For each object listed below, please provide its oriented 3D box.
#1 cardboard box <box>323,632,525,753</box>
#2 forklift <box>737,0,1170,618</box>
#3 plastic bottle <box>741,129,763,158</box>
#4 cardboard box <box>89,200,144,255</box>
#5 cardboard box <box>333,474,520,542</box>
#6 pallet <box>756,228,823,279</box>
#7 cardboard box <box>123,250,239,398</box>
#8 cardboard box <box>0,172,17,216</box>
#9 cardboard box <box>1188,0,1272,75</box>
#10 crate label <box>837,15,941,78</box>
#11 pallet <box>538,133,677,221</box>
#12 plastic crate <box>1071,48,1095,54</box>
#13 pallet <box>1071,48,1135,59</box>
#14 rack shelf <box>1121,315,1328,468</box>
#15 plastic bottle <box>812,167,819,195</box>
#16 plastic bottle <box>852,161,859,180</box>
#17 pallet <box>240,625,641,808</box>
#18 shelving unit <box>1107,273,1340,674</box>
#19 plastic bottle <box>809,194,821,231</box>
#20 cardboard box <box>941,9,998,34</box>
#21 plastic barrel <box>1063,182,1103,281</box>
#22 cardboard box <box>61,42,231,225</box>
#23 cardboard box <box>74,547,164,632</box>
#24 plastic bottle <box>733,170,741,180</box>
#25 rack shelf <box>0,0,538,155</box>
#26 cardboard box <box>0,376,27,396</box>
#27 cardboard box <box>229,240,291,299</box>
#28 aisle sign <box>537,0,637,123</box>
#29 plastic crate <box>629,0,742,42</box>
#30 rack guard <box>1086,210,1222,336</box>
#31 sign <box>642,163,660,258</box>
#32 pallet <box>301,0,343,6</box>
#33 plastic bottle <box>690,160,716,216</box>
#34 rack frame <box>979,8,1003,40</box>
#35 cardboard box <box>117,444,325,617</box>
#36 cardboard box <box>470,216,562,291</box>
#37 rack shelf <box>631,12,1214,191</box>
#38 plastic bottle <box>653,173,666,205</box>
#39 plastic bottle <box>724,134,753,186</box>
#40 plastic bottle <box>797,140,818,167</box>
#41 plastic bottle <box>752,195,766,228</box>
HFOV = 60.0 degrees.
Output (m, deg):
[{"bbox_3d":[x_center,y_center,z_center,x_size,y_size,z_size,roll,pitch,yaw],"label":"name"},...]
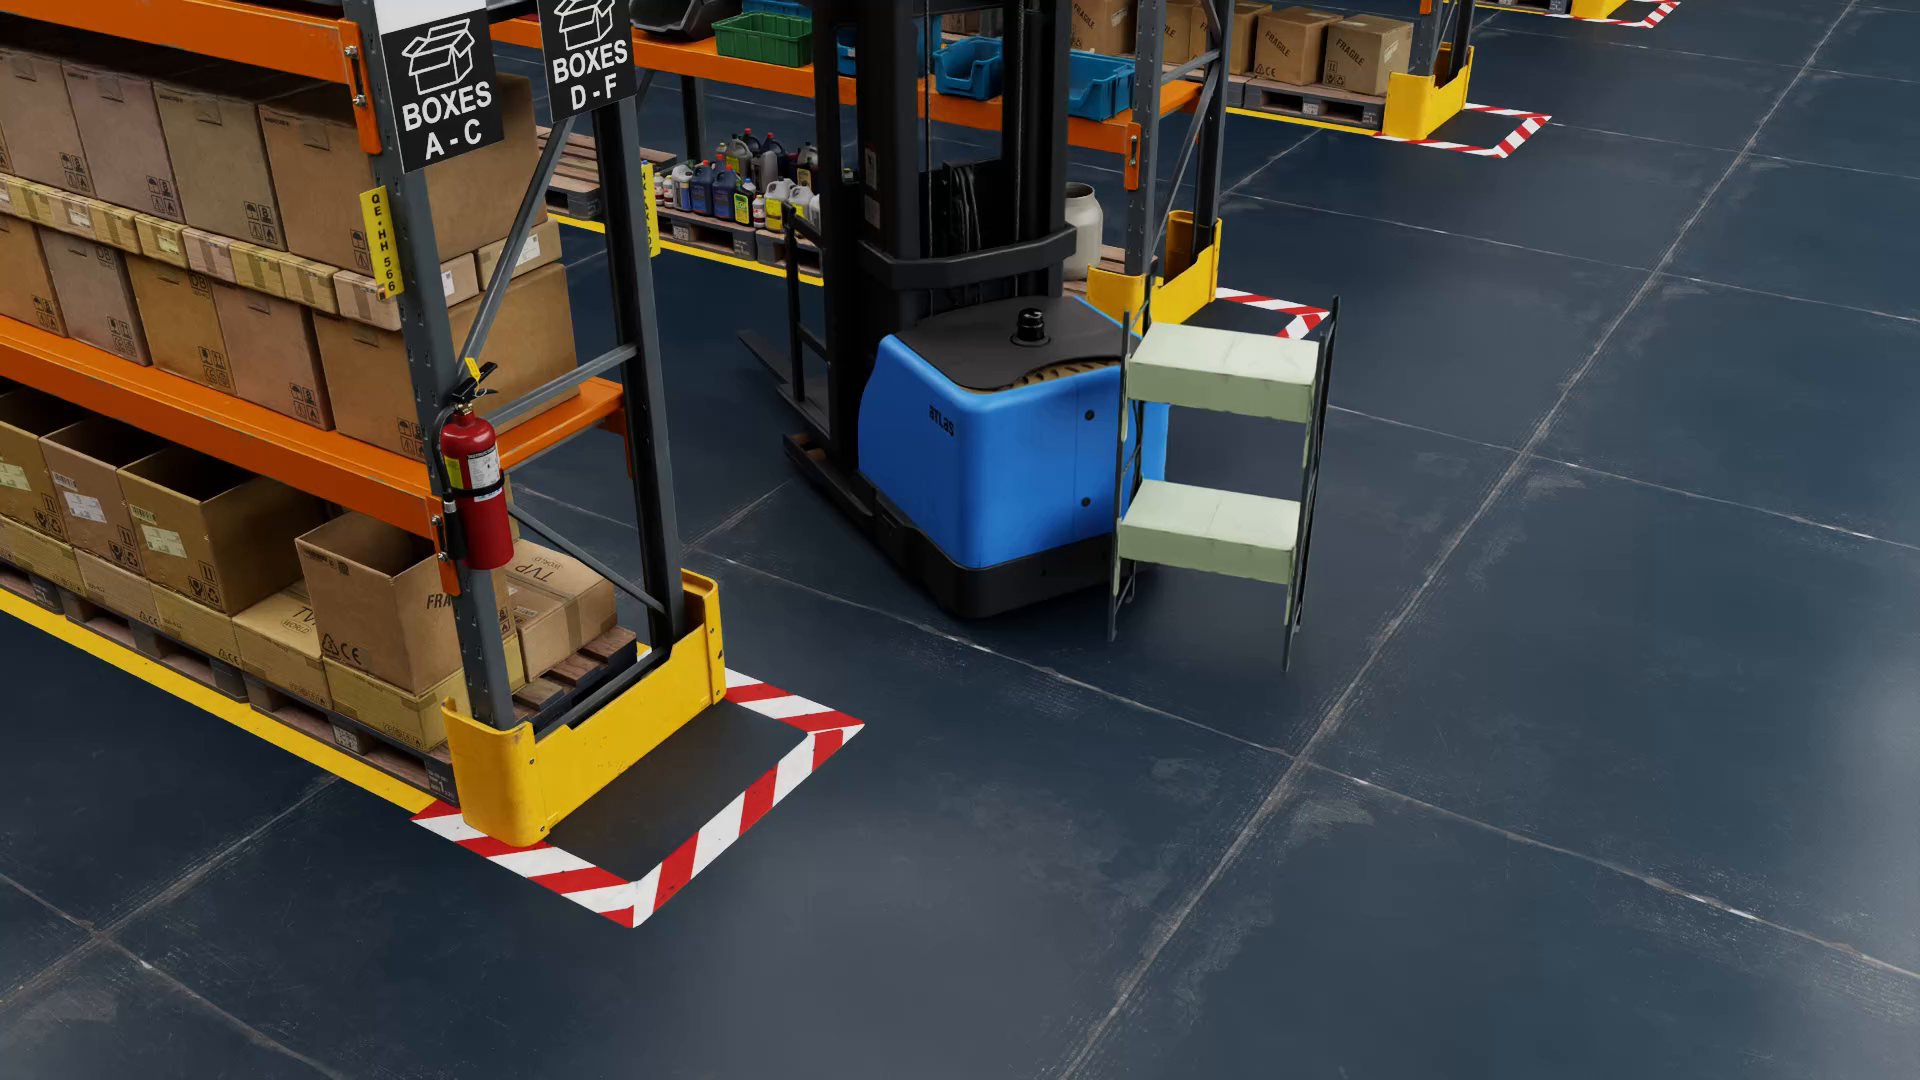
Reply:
[{"bbox_3d":[-2.004,0.493,6.241,0.500,0.250,0.500,18,35,27],"label":"cardboard box"},{"bbox_3d":[-0.234,-1.649,7.669,1.130,2.935,3.031,-15,34,-24],"label":"forklift"},{"bbox_3d":[-1.445,-2.677,11.554,0.185,0.351,0.144,17,34,26],"label":"plastic bottle"},{"bbox_3d":[-2.915,-1.187,6.064,0.250,0.149,0.380,19,35,29],"label":"cardboard box"},{"bbox_3d":[-2.153,-0.185,6.659,0.500,0.500,0.500,18,35,27],"label":"cardboard box"},{"bbox_3d":[-0.560,-1.952,10.887,1.213,0.211,1.003,18,35,27],"label":"pallet"},{"bbox_3d":[-2.646,-0.944,6.292,0.500,0.500,0.700,18,35,28],"label":"cardboard box"},{"bbox_3d":[-3.562,-1.393,6.418,0.250,0.149,0.380,16,34,26],"label":"cardboard box"},{"bbox_3d":[2.313,-4.320,14.243,0.500,0.500,0.500,21,36,32],"label":"cardboard box"},{"bbox_3d":[-0.459,-3.002,9.884,0.616,0.435,0.502,18,35,27],"label":"crate label"},{"bbox_3d":[-2.830,-2.670,12.117,1.213,0.211,1.003,18,35,27],"label":"pallet"},{"bbox_3d":[0.657,-2.872,9.958,0.250,0.136,0.298,18,35,27],"label":"plastic crate"},{"bbox_3d":[1.077,-4.425,15.126,1.213,0.211,1.003,18,35,27],"label":"pallet"},{"bbox_3d":[1.036,-0.588,6.490,0.720,0.370,0.431,9,32,16],"label":"rack shelf"},{"bbox_3d":[-0.930,-2.419,11.179,0.133,0.283,0.061,18,35,27],"label":"plastic bottle"},{"bbox_3d":[-0.673,-2.412,11.179,0.097,0.271,0.097,0,30,0],"label":"plastic bottle"},{"bbox_3d":[-2.062,0.521,6.647,1.213,0.211,1.003,18,35,27],"label":"pallet"},{"bbox_3d":[1.038,-0.252,6.689,0.755,1.500,0.431,9,32,16],"label":"shelving unit"},{"bbox_3d":[-0.861,-2.044,10.543,0.135,0.276,0.152,17,34,26],"label":"plastic bottle"},{"bbox_3d":[-0.019,-5.079,15.523,0.500,0.500,0.700,15,33,24],"label":"cardboard box"},{"bbox_3d":[0.646,-1.860,10.013,0.421,0.512,0.421,0,30,0],"label":"plastic barrel"},{"bbox_3d":[-2.702,-1.518,5.988,0.500,0.500,0.700,18,35,28],"label":"cardboard box"},{"bbox_3d":[-3.281,0.096,6.921,0.500,0.250,0.500,18,35,27],"label":"cardboard box"},{"bbox_3d":[-1.494,-2.312,11.006,0.097,0.271,0.097,0,30,0],"label":"plastic bottle"},{"bbox_3d":[-3.086,-2.017,5.967,4.000,0.370,1.077,18,35,27],"label":"rack shelf"},{"bbox_3d":[-4.126,-0.497,7.192,0.500,0.500,0.500,18,35,27],"label":"cardboard box"},{"bbox_3d":[-2.256,-0.978,5.707,0.250,0.149,0.380,17,34,27],"label":"cardboard box"},{"bbox_3d":[-1.174,-1.732,5.162,0.004,0.787,0.394,18,35,27],"label":"aisle sign"},{"bbox_3d":[-1.768,-3.459,10.765,0.504,0.338,0.767,18,35,27],"label":"plastic crate"},{"bbox_3d":[1.155,-1.530,9.876,0.348,0.500,1.175,18,35,27],"label":"rack guard"},{"bbox_3d":[-1.092,-1.139,5.789,0.005,0.325,0.100,18,35,27],"label":"sign"},{"bbox_3d":[-1.977,-1.954,5.233,1.213,0.211,1.003,18,35,27],"label":"pallet"},{"bbox_3d":[-1.681,-2.333,10.965,0.185,0.351,0.144,19,35,29],"label":"plastic bottle"},{"bbox_3d":[0.489,-5.795,14.706,0.127,3.000,1.000,18,35,27],"label":"rack frame"},{"bbox_3d":[-2.860,-0.092,6.499,0.500,0.500,0.500,18,35,27],"label":"cardboard box"},{"bbox_3d":[-1.610,-1.016,5.773,0.250,0.149,0.380,17,34,27],"label":"cardboard box"},{"bbox_3d":[-0.450,-2.834,10.345,4.000,0.370,1.077,18,35,27],"label":"rack shelf"},{"bbox_3d":[-2.021,-2.362,11.163,0.097,0.201,0.097,0,30,0],"label":"plastic bottle"},{"bbox_3d":[-1.522,-2.615,11.449,0.185,0.351,0.144,18,35,27],"label":"plastic bottle"},{"bbox_3d":[-1.009,-2.539,11.318,0.185,0.351,0.144,17,34,27],"label":"plastic bottle"},{"bbox_3d":[-1.294,-2.132,10.769,0.097,0.201,0.097,0,30,0],"label":"plastic bottle"}]
